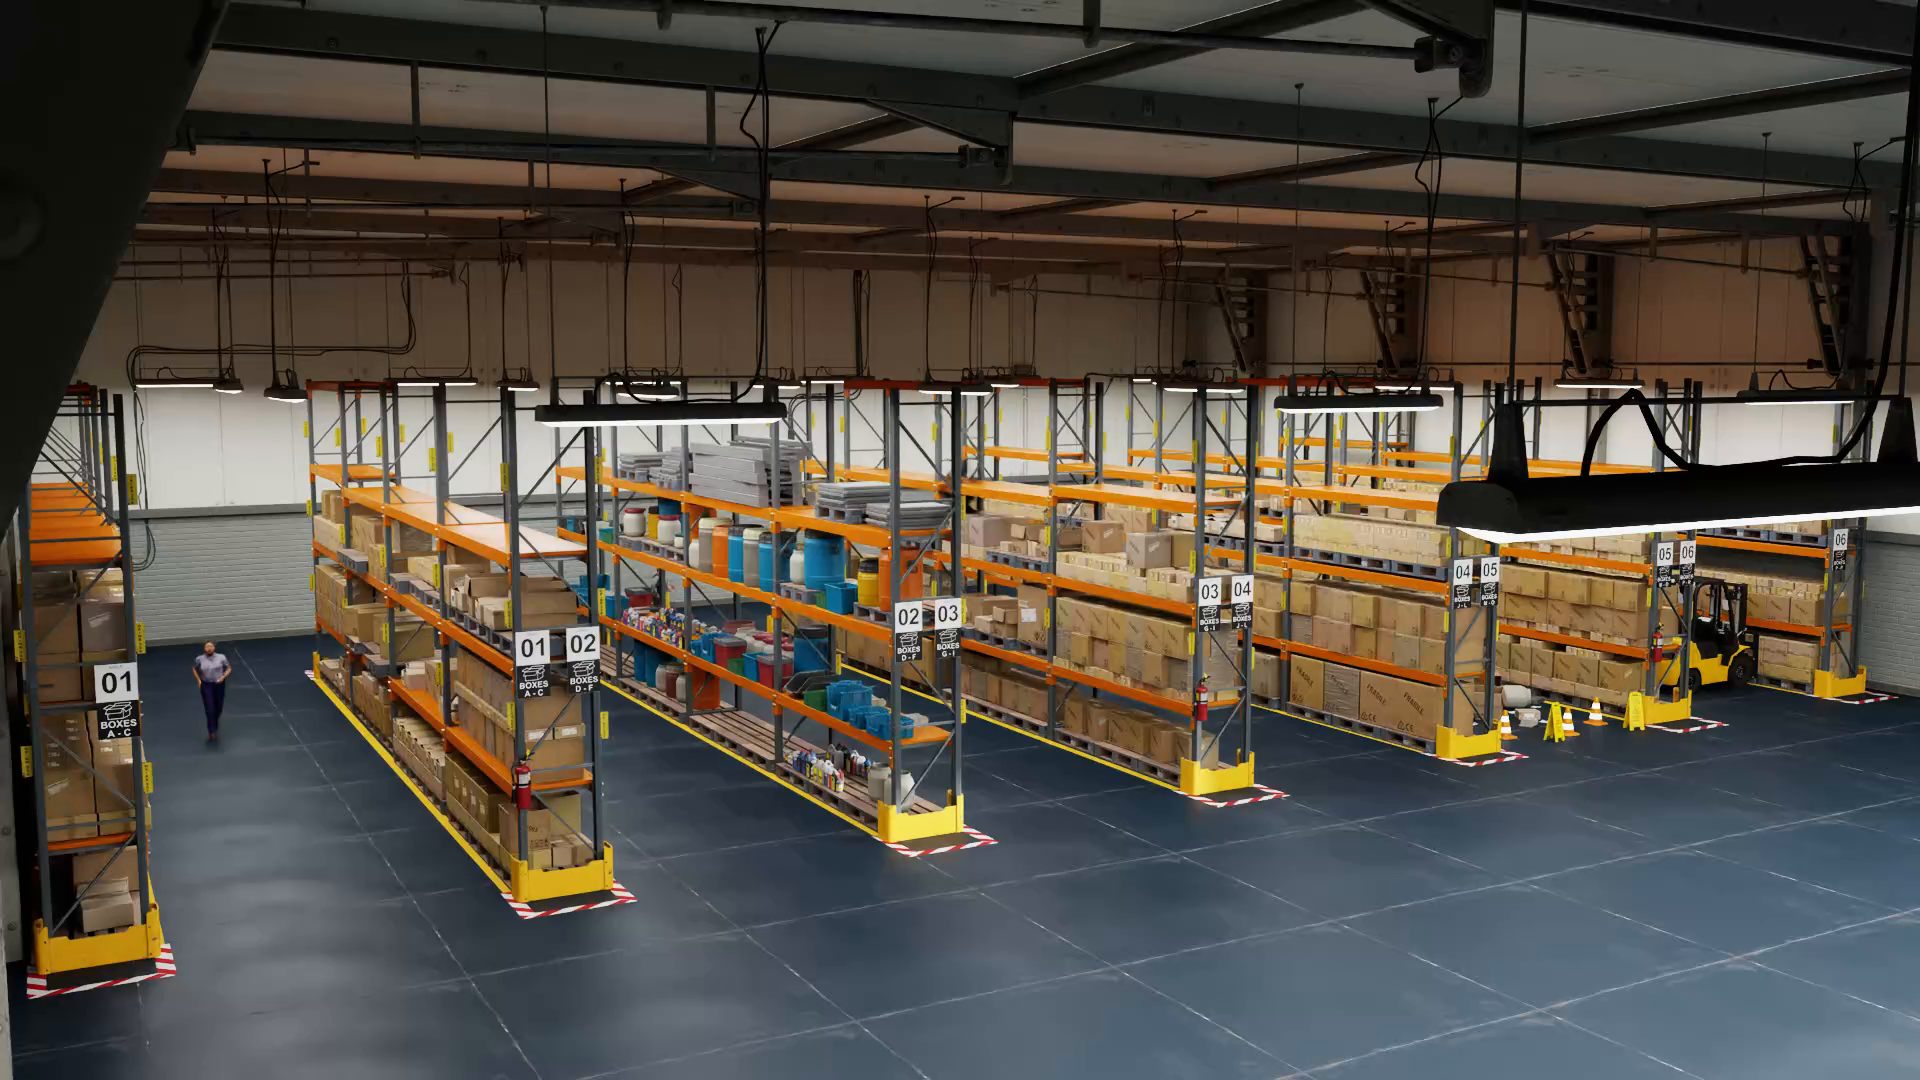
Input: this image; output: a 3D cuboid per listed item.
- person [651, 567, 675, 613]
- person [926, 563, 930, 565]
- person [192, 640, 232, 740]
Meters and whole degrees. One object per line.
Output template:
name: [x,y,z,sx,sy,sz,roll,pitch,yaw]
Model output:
person: [-6.944,1.378,38.589,0.692,1.678,0.654,-2,6,-19]
person: [-0.801,1.394,38.587,0.582,1.732,0.715,-4,7,-35]
person: [-12.651,2.503,28.165,0.599,1.644,0.858,-3,7,-30]
